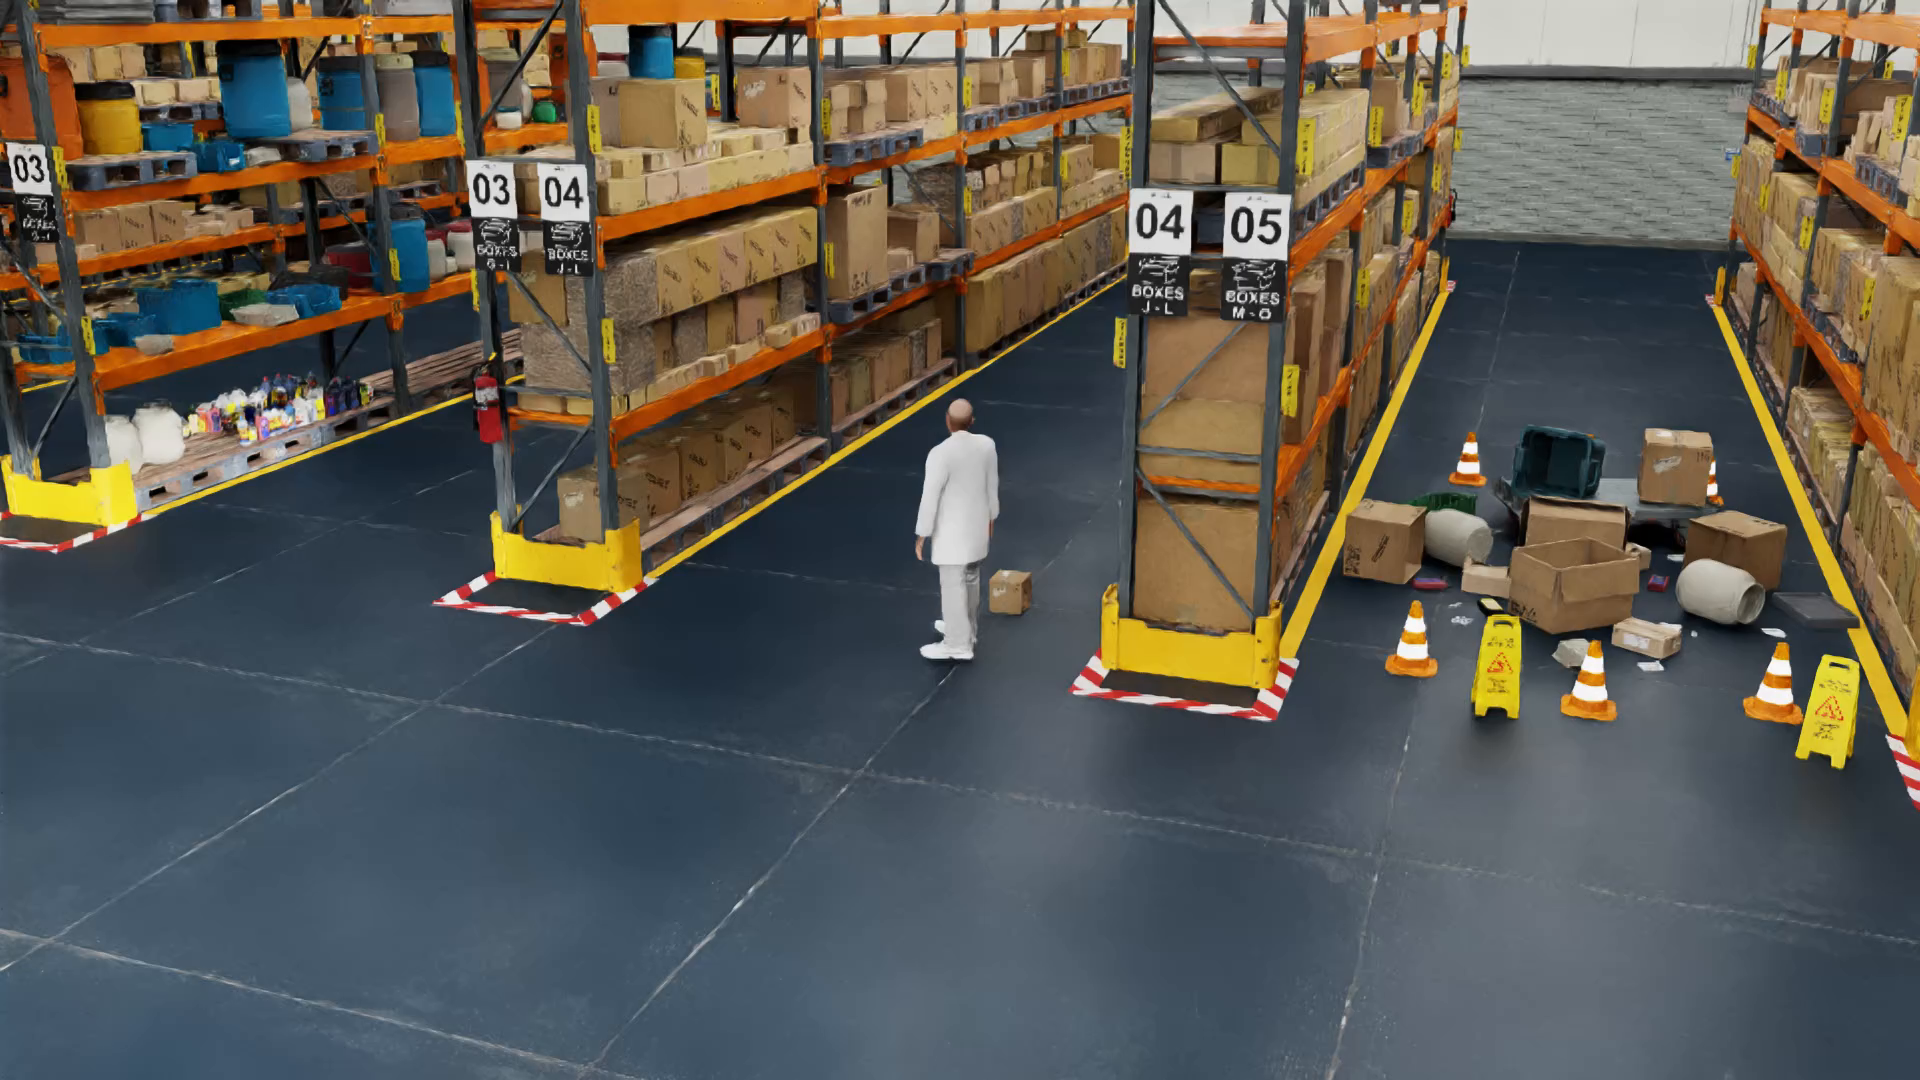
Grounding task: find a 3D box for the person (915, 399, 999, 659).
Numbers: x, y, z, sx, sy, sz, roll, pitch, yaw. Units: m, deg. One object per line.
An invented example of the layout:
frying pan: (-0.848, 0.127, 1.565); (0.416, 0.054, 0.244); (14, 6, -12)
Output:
person: (-0.068, -0.101, 11.304); (0.686, 1.783, 0.566); (-15, 24, -39)
